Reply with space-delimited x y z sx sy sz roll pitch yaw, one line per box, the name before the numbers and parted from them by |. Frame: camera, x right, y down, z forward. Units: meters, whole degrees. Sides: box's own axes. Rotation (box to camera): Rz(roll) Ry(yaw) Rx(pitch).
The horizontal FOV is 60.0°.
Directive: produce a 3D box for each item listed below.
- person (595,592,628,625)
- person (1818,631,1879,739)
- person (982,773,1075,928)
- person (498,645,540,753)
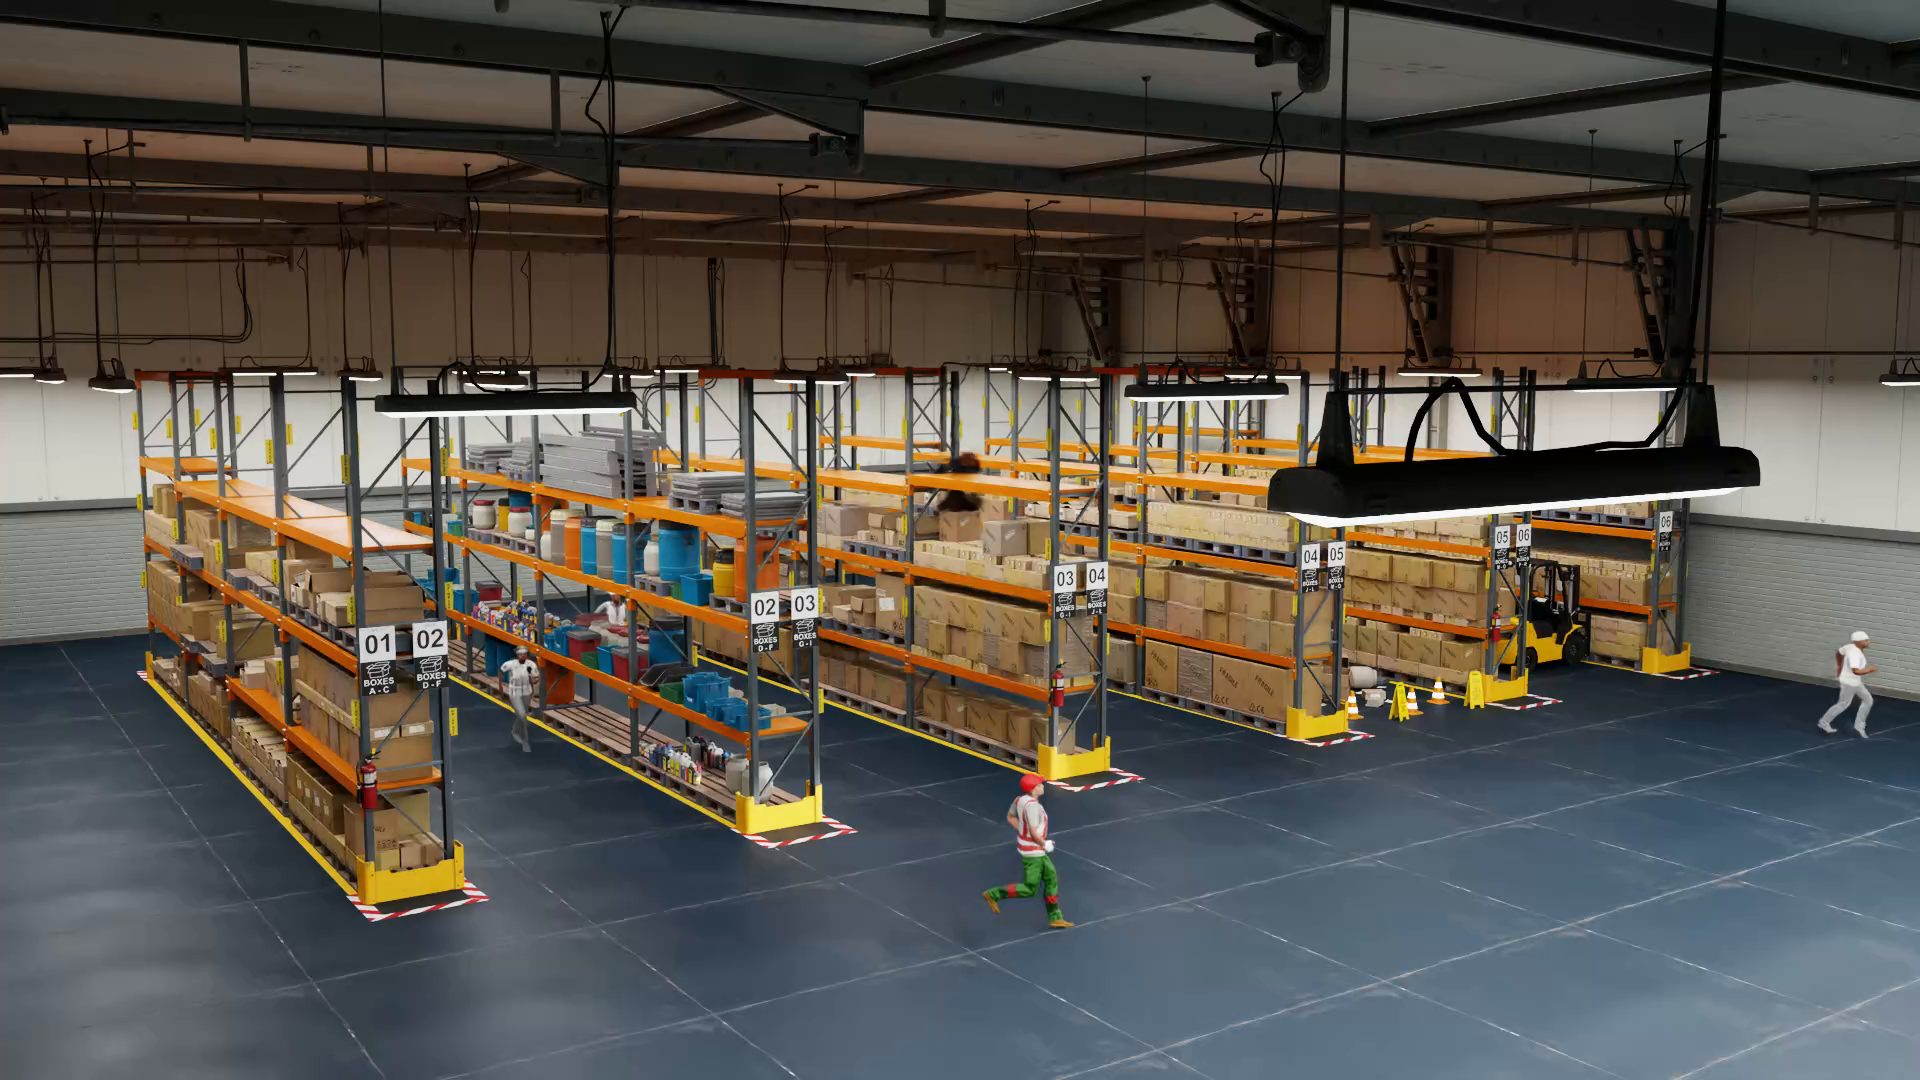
person | -6.749 1.798 32.486 0.642 1.760 0.748 -5 8 -37
person | 14.629 2.380 27.363 0.844 1.797 0.727 4 7 30
person | 0.757 3.428 18.221 1.049 1.765 0.634 -1 6 -6
person | -7.045 2.506 26.615 0.599 1.736 0.847 -4 7 -30
